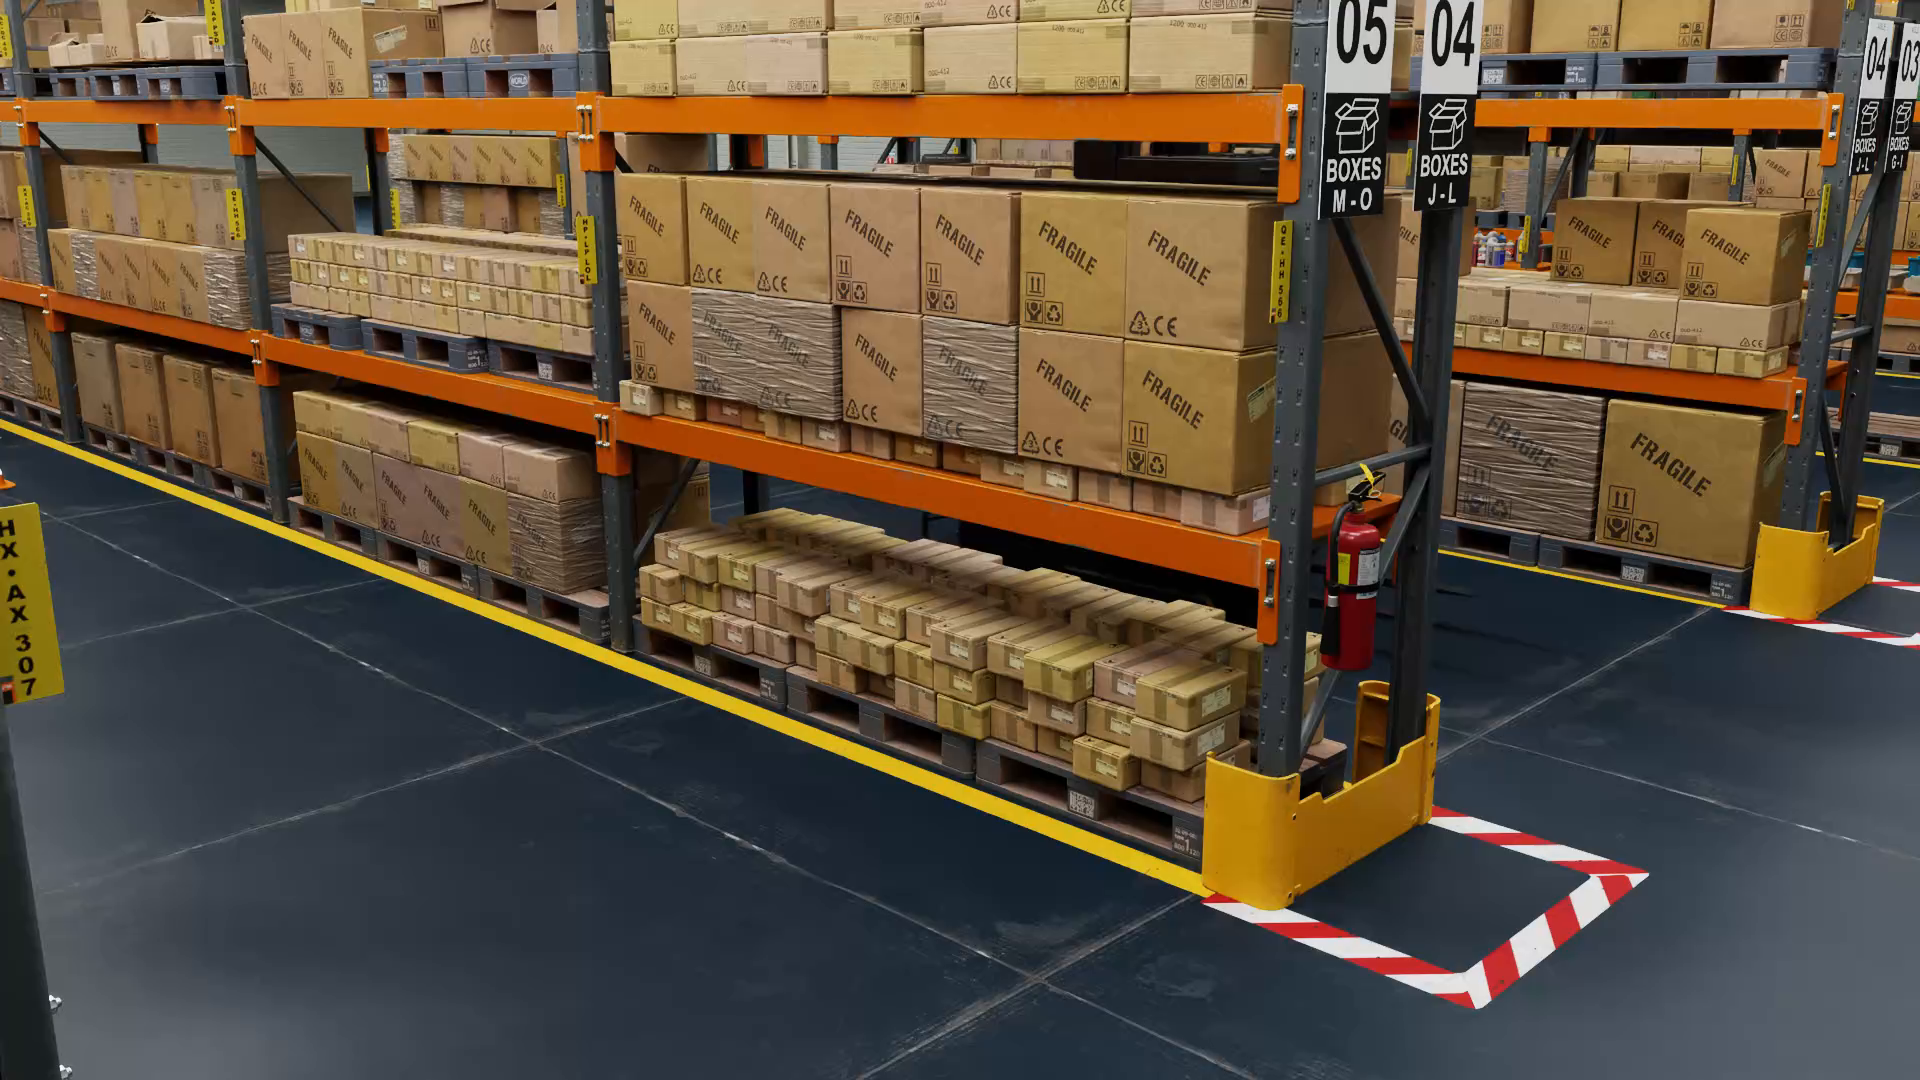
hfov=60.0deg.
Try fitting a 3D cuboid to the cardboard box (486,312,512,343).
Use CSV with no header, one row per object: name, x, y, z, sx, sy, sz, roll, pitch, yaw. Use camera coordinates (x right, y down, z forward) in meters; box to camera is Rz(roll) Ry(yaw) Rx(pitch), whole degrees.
cardboard box,-2.406,-1.202,9.262,0.250,0.149,0.380,12,19,39

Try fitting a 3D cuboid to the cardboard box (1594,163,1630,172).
cardboard box,9.685,-5.304,24.511,0.500,0.500,0.500,-14,20,-43

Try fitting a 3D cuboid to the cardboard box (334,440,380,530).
cardboard box,-3.620,-0.390,10.604,0.500,0.500,0.500,14,20,43

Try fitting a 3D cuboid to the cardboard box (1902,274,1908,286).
cardboard box,12.860,-3.378,22.070,0.500,0.500,0.700,14,20,43

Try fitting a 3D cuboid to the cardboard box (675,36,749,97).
cardboard box,-0.920,-2.118,7.459,0.500,0.250,0.500,13,20,41

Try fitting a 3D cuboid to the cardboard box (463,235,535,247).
cardboard box,-2.914,-1.841,10.535,0.250,0.149,0.380,14,20,42

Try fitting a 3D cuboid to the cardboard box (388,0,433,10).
cardboard box,-3.466,-3.413,10.418,0.258,0.266,0.396,14,20,42

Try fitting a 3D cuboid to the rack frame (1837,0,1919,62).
rack frame,4.958,-4.039,8.587,0.127,3.000,1.000,14,20,42

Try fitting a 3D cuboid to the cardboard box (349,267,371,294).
cardboard box,-3.535,-1.621,10.279,0.250,0.149,0.380,14,20,42

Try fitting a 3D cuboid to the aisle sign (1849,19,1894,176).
aisle sign,4.801,-2.327,8.758,0.004,0.787,0.394,14,20,42

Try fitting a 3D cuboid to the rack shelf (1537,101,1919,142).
rack shelf,6.956,-3.489,13.850,4.000,0.370,1.077,14,20,42

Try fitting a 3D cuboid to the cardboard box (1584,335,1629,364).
cardboard box,3.925,-1.151,9.897,0.250,0.149,0.380,14,20,43

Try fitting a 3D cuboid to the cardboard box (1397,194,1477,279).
cardboard box,2.972,-1.962,10.735,0.500,0.500,0.500,13,19,40

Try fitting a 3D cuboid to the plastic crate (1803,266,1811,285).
plastic crate,7.041,-2.193,13.802,0.250,0.136,0.298,14,20,42

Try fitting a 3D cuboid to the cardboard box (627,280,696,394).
cardboard box,-1.256,-1.014,8.085,0.500,0.500,0.500,13,20,41

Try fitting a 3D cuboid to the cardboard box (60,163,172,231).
cardboard box,-6.835,-2.800,13.548,0.500,0.500,0.700,13,20,41

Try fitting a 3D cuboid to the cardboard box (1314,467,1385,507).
cardboard box,1.437,-0.248,6.434,0.250,0.149,0.380,13,20,42

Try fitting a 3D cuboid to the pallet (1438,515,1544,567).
pallet,3.454,-0.126,10.997,1.213,0.211,1.003,14,20,42

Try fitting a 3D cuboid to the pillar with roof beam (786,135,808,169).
pillar with roof beam,-6.768,-10.890,34.879,0.400,9.000,9.100,14,20,42

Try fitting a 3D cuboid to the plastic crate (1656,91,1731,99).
plastic crate,6.220,-3.856,14.093,0.590,0.269,0.497,14,20,42

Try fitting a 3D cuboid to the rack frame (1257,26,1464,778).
rack frame,1.442,-0.254,5.956,0.127,3.000,1.000,14,20,42

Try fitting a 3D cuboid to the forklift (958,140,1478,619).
forklift,1.430,-1.073,9.365,3.031,2.867,1.129,12,19,39

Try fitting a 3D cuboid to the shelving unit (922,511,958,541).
shelving unit,0.072,-0.993,10.577,0.503,2.100,0.431,12,19,39

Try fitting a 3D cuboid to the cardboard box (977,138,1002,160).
cardboard box,0.684,-6.317,26.455,0.500,0.500,0.700,14,20,42

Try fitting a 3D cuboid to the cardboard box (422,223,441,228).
cardboard box,-5.990,-3.588,19.251,0.250,0.149,0.380,14,20,42

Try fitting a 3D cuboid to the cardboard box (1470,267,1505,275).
cardboard box,3.320,-1.699,11.209,0.500,0.250,0.500,-14,20,-43

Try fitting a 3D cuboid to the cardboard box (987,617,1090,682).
cardboard box,0.327,0.455,6.879,0.250,0.149,0.380,13,19,40

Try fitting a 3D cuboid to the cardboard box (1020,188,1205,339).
cardboard box,0.575,-1.053,6.254,0.500,0.500,0.500,13,19,40

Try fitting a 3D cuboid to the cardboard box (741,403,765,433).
cardboard box,-0.803,-0.606,7.806,0.250,0.149,0.380,13,19,40

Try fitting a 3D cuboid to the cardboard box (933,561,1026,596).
cardboard box,0.092,0.228,7.749,0.250,0.149,0.380,14,20,42

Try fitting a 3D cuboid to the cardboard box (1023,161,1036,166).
cardboard box,1.196,-5.808,25.788,0.250,0.149,0.380,13,19,40

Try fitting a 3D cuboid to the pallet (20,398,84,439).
pallet,-7.689,-1.152,14.933,1.213,0.211,1.003,14,20,42

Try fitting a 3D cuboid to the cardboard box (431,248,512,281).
cardboard box,-2.799,-1.586,9.556,0.250,0.149,0.380,13,19,40

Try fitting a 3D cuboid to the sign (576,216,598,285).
sign,-1.820,-1.413,8.108,0.005,0.325,0.100,14,20,42

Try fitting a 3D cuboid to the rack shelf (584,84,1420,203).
rack shelf,0.003,-1.707,7.012,4.000,0.370,1.077,14,20,42

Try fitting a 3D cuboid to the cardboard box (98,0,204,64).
cardboard box,-5.763,-3.659,11.846,0.500,0.500,0.500,14,20,42

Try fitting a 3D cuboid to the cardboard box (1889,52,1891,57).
cardboard box,9.848,-4.948,17.328,0.500,0.250,0.500,14,20,42

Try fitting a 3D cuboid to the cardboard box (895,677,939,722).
cardboard box,-0.064,0.654,7.293,0.380,0.149,0.250,-14,20,-43

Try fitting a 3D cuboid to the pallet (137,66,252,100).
pallet,-4.817,-3.117,11.371,1.213,0.211,1.003,-13,20,-42

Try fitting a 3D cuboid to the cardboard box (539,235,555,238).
cardboard box,-4.213,-3.144,17.550,0.250,0.149,0.380,14,20,42

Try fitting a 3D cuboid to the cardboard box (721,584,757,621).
cardboard box,-0.954,0.264,8.200,0.250,0.149,0.380,14,20,42

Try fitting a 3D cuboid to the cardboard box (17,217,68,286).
cardboard box,-7.470,-2.489,14.237,0.550,0.550,0.875,14,20,42

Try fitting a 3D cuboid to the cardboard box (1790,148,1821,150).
cardboard box,9.501,-4.124,18.631,0.500,0.500,0.500,14,20,42

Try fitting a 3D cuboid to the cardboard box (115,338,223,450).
cardboard box,-5.995,-1.206,13.242,0.750,0.750,1.050,14,20,42

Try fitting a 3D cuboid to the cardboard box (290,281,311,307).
cardboard box,-4.135,-1.620,10.867,0.250,0.149,0.380,13,20,41

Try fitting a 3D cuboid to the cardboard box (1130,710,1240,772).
cardboard box,0.864,0.738,6.381,0.250,0.149,0.380,13,19,41

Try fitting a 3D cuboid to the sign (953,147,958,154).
sign,-0.071,-6.091,26.487,0.005,0.325,0.100,14,20,42

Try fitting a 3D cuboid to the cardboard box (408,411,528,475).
cardboard box,-2.900,-0.577,9.834,0.500,0.250,0.500,13,19,40

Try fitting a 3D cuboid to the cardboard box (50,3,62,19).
cardboard box,-7.589,-4.535,14.326,0.250,0.149,0.380,13,20,42

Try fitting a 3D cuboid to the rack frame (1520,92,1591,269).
rack frame,5.516,-2.735,15.481,0.127,3.000,1.000,14,20,42
